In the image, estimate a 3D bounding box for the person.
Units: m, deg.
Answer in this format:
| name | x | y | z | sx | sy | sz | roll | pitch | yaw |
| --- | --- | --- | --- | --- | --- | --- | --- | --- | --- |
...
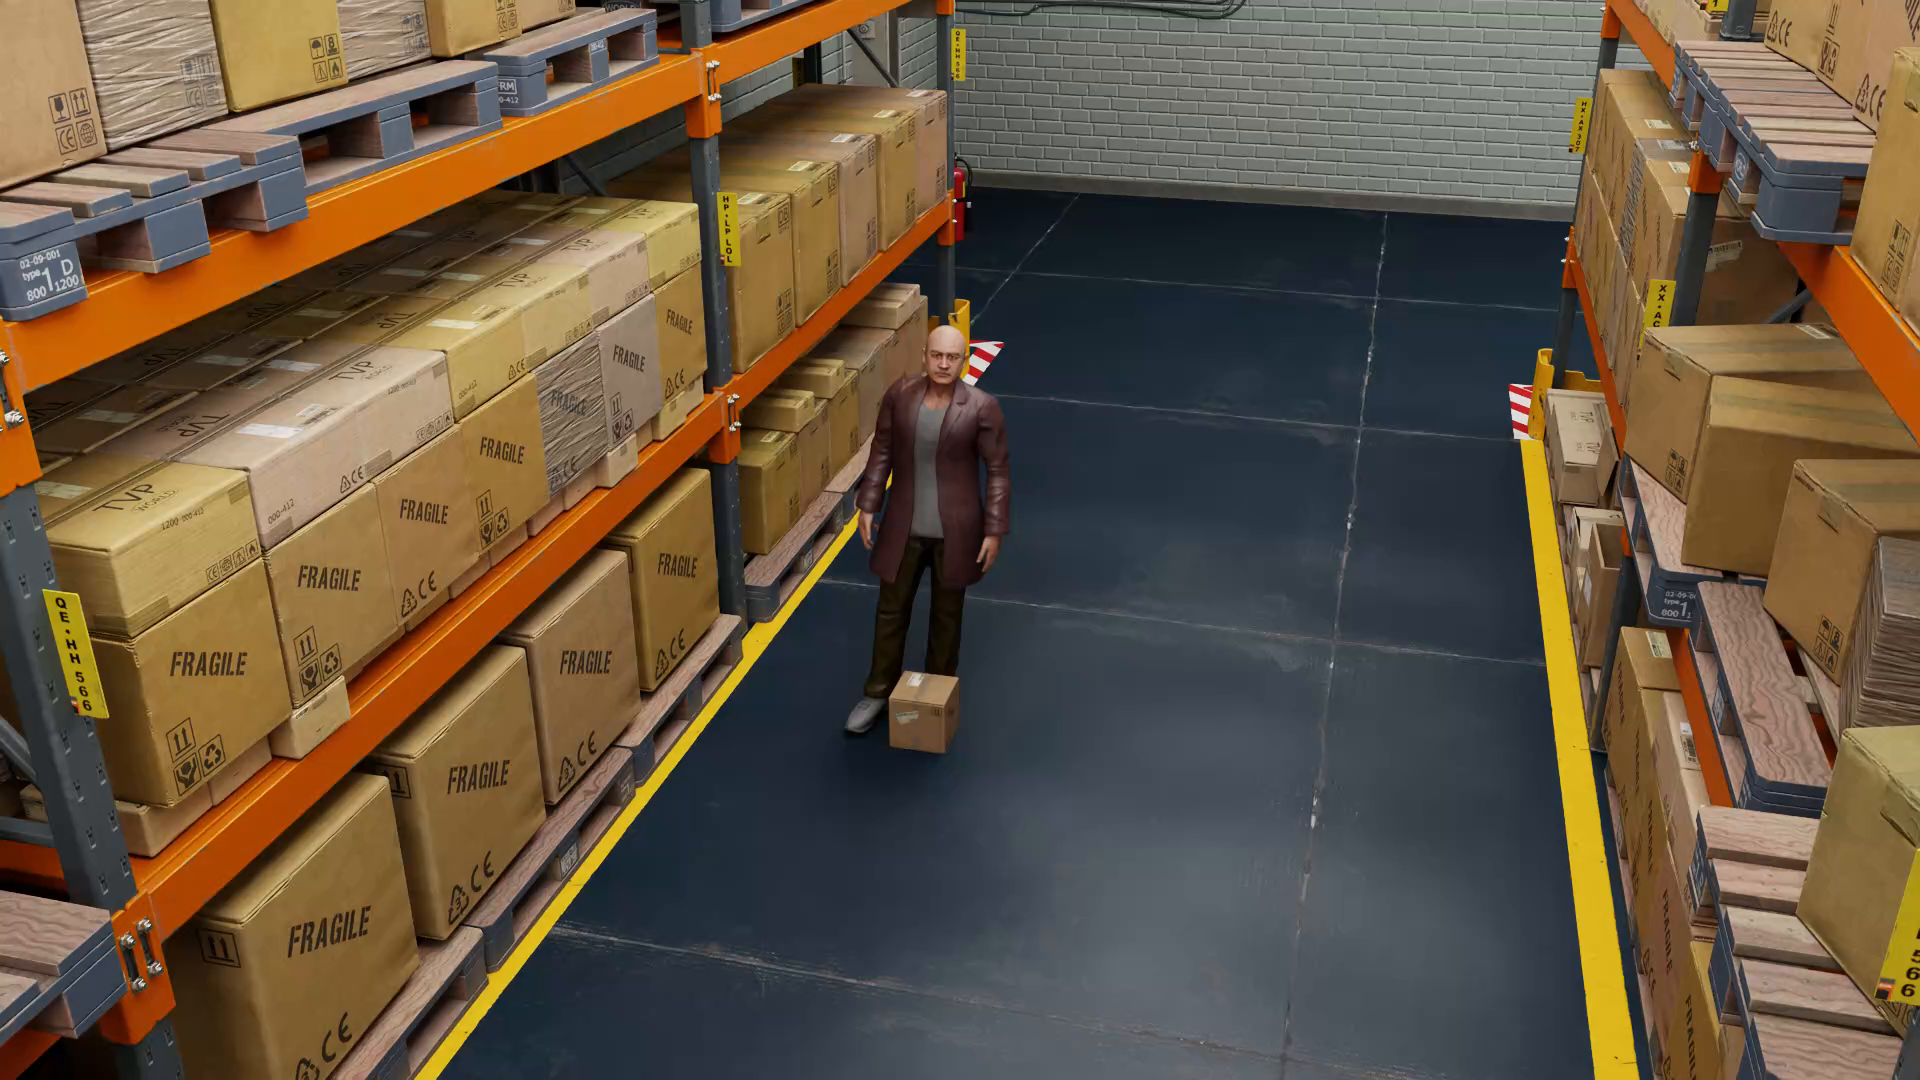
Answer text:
| name | x | y | z | sx | sy | sz | roll | pitch | yaw |
| --- | --- | --- | --- | --- | --- | --- | --- | --- | --- |
| person | -0.140 | -0.021 | 7.150 | 0.693 | 1.776 | 0.582 | 6 | 26 | 14 |
